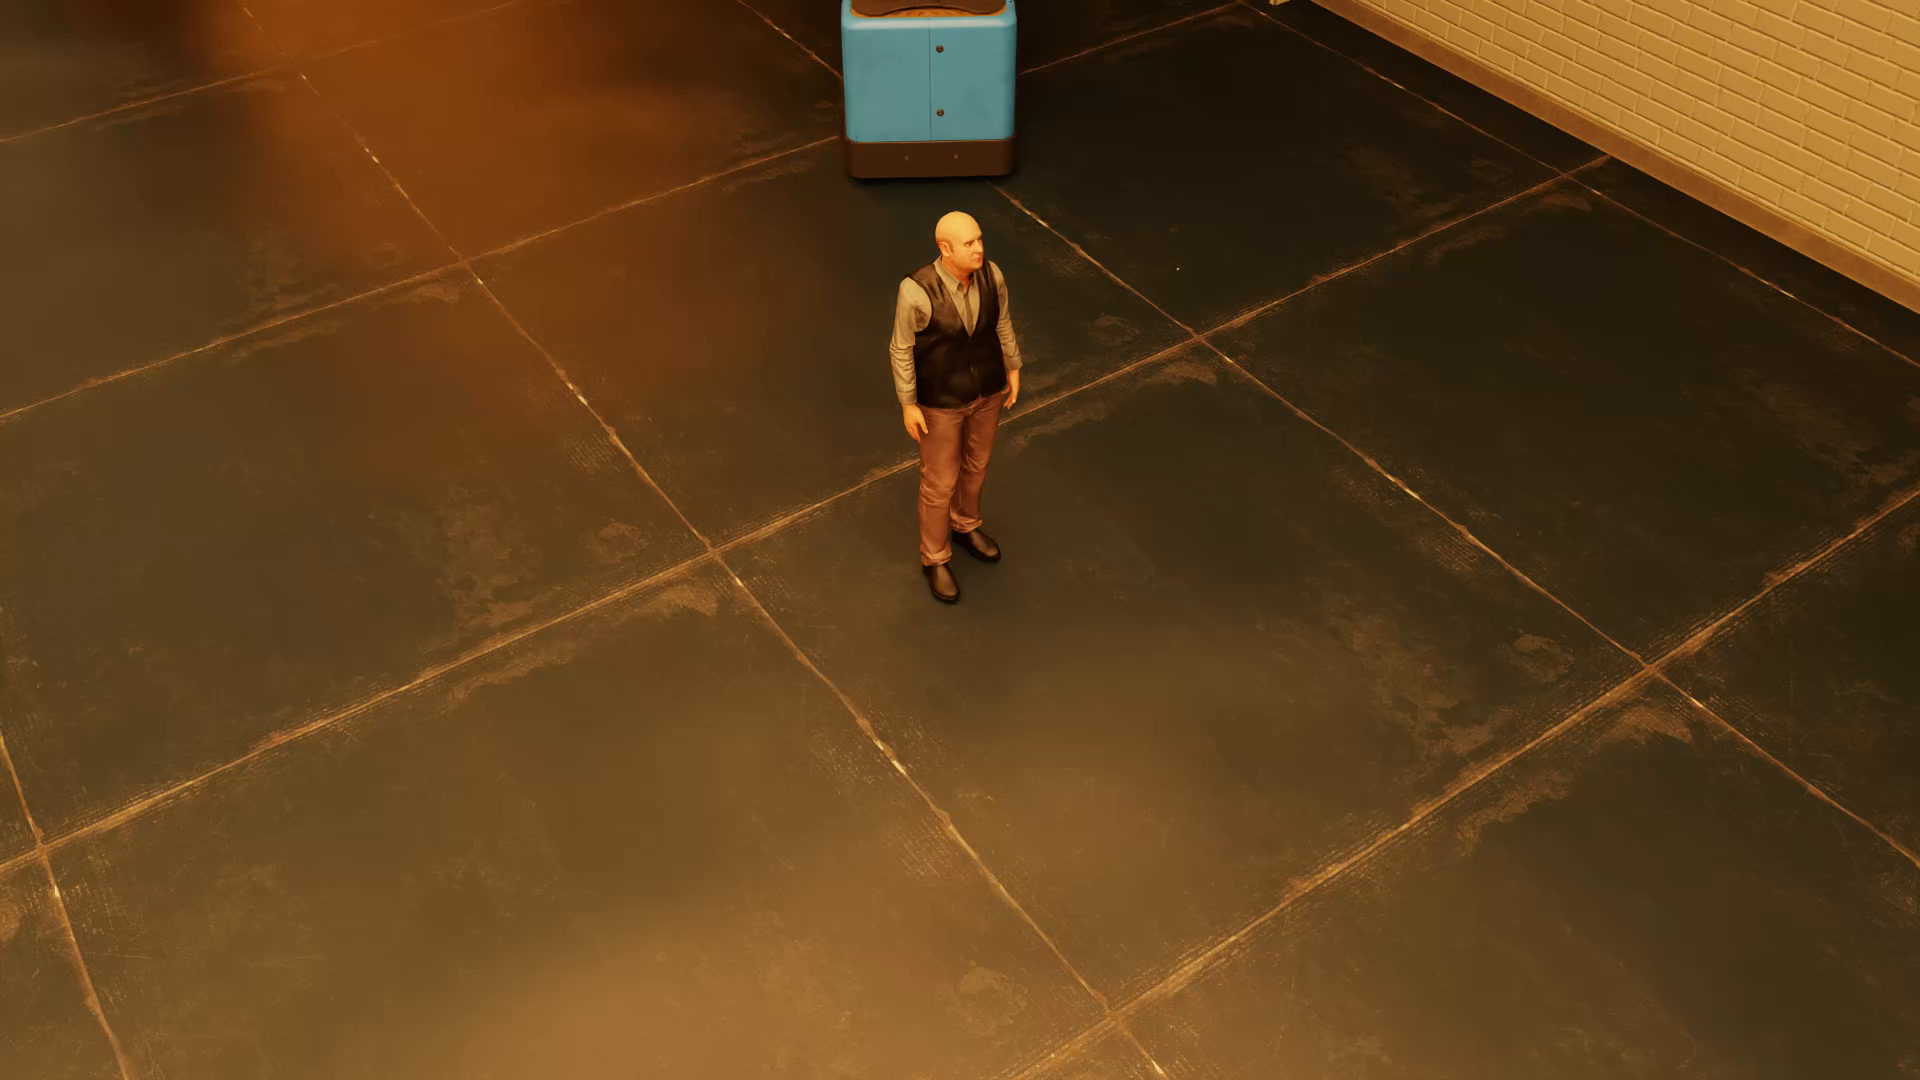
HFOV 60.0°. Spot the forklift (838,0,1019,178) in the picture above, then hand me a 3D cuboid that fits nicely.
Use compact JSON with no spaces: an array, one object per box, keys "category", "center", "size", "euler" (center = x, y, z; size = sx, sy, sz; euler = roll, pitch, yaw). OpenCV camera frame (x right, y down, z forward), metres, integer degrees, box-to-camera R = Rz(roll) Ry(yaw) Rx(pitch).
[{"category":"forklift","center":[-0.235,-4.273,10.353],"size":[1.130,2.935,3.031],"euler":[-2,43,-2]}]

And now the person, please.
[{"category":"person","center":[0.030,-0.601,7.249],"size":[0.634,1.722,0.566],"euler":[-25,48,-25]}]
